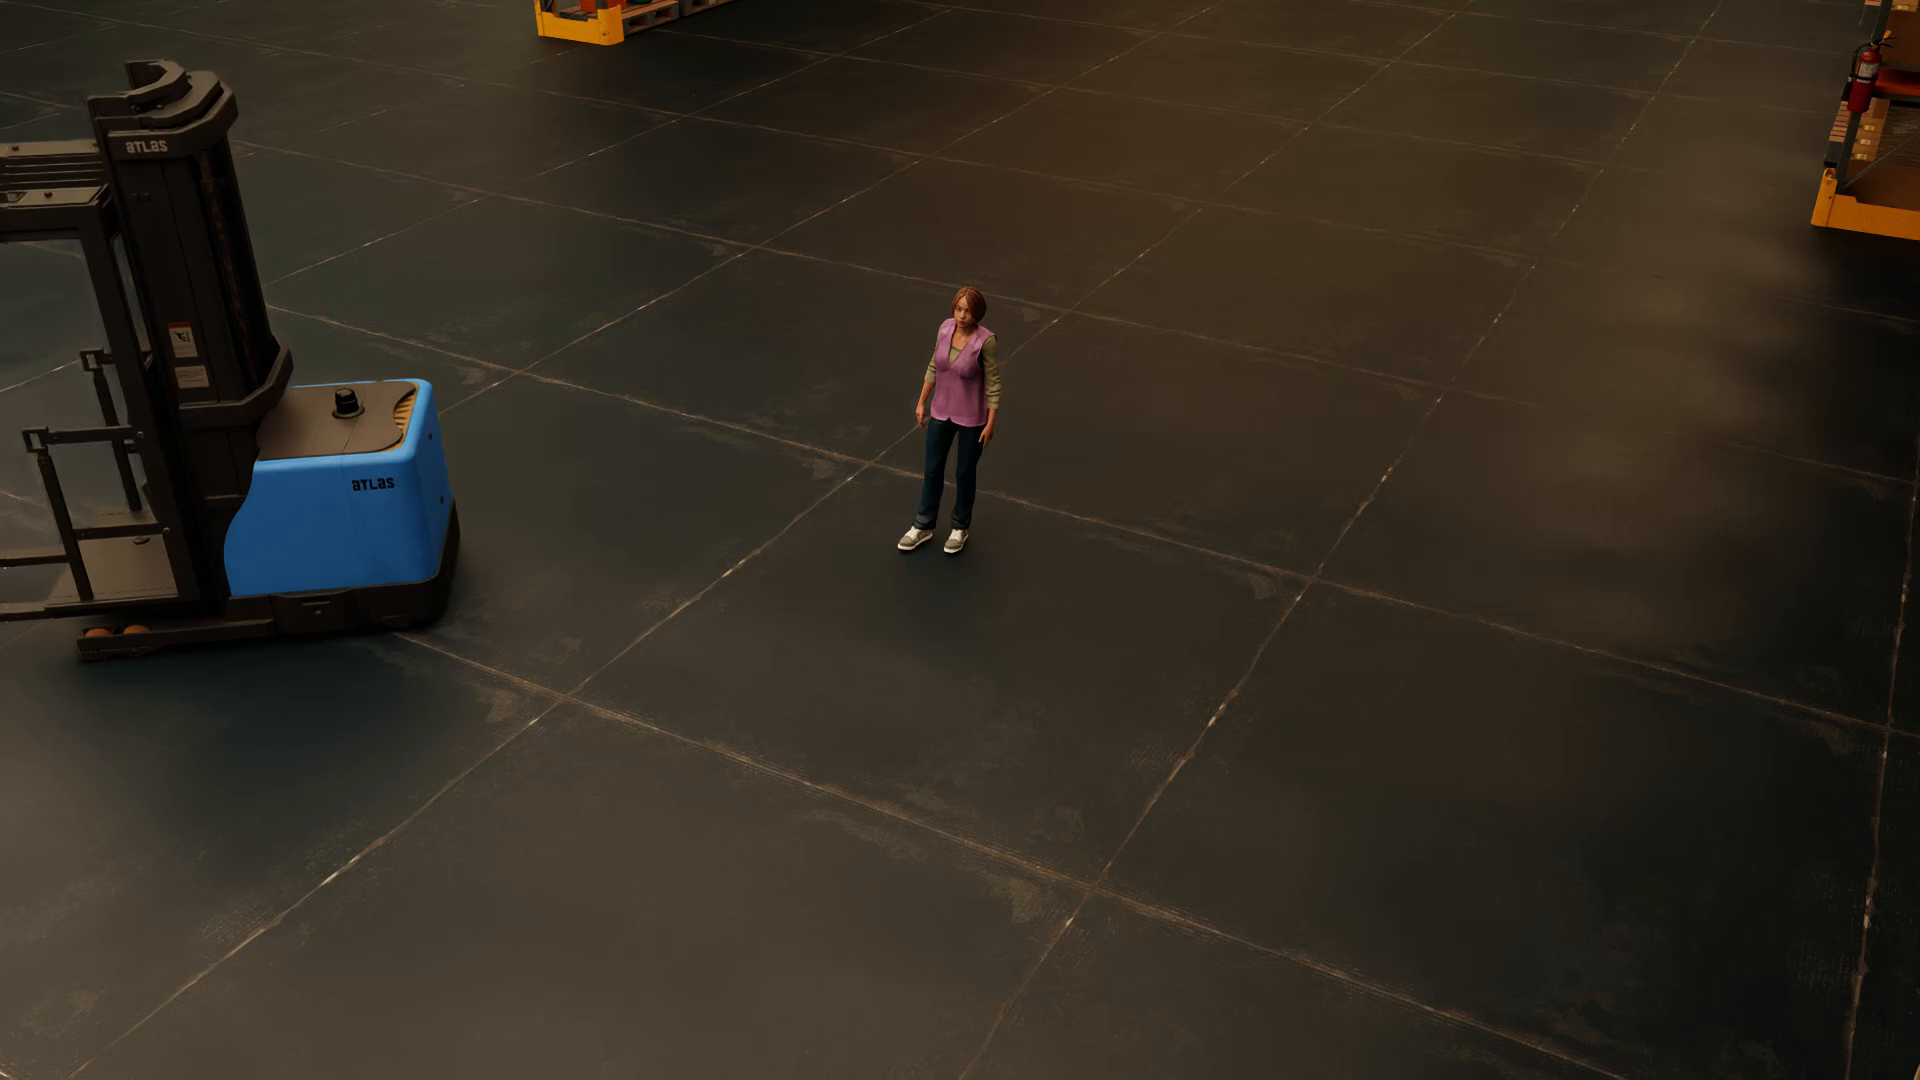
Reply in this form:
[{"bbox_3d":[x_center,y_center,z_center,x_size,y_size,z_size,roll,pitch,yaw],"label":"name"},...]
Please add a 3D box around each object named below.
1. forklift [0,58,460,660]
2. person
[{"bbox_3d":[-4.408,-0.913,8.652,3.031,2.935,1.130,-5,30,-8],"label":"forklift"},{"bbox_3d":[-0.049,-0.669,9.549,0.520,1.599,0.473,15,33,25],"label":"person"}]
